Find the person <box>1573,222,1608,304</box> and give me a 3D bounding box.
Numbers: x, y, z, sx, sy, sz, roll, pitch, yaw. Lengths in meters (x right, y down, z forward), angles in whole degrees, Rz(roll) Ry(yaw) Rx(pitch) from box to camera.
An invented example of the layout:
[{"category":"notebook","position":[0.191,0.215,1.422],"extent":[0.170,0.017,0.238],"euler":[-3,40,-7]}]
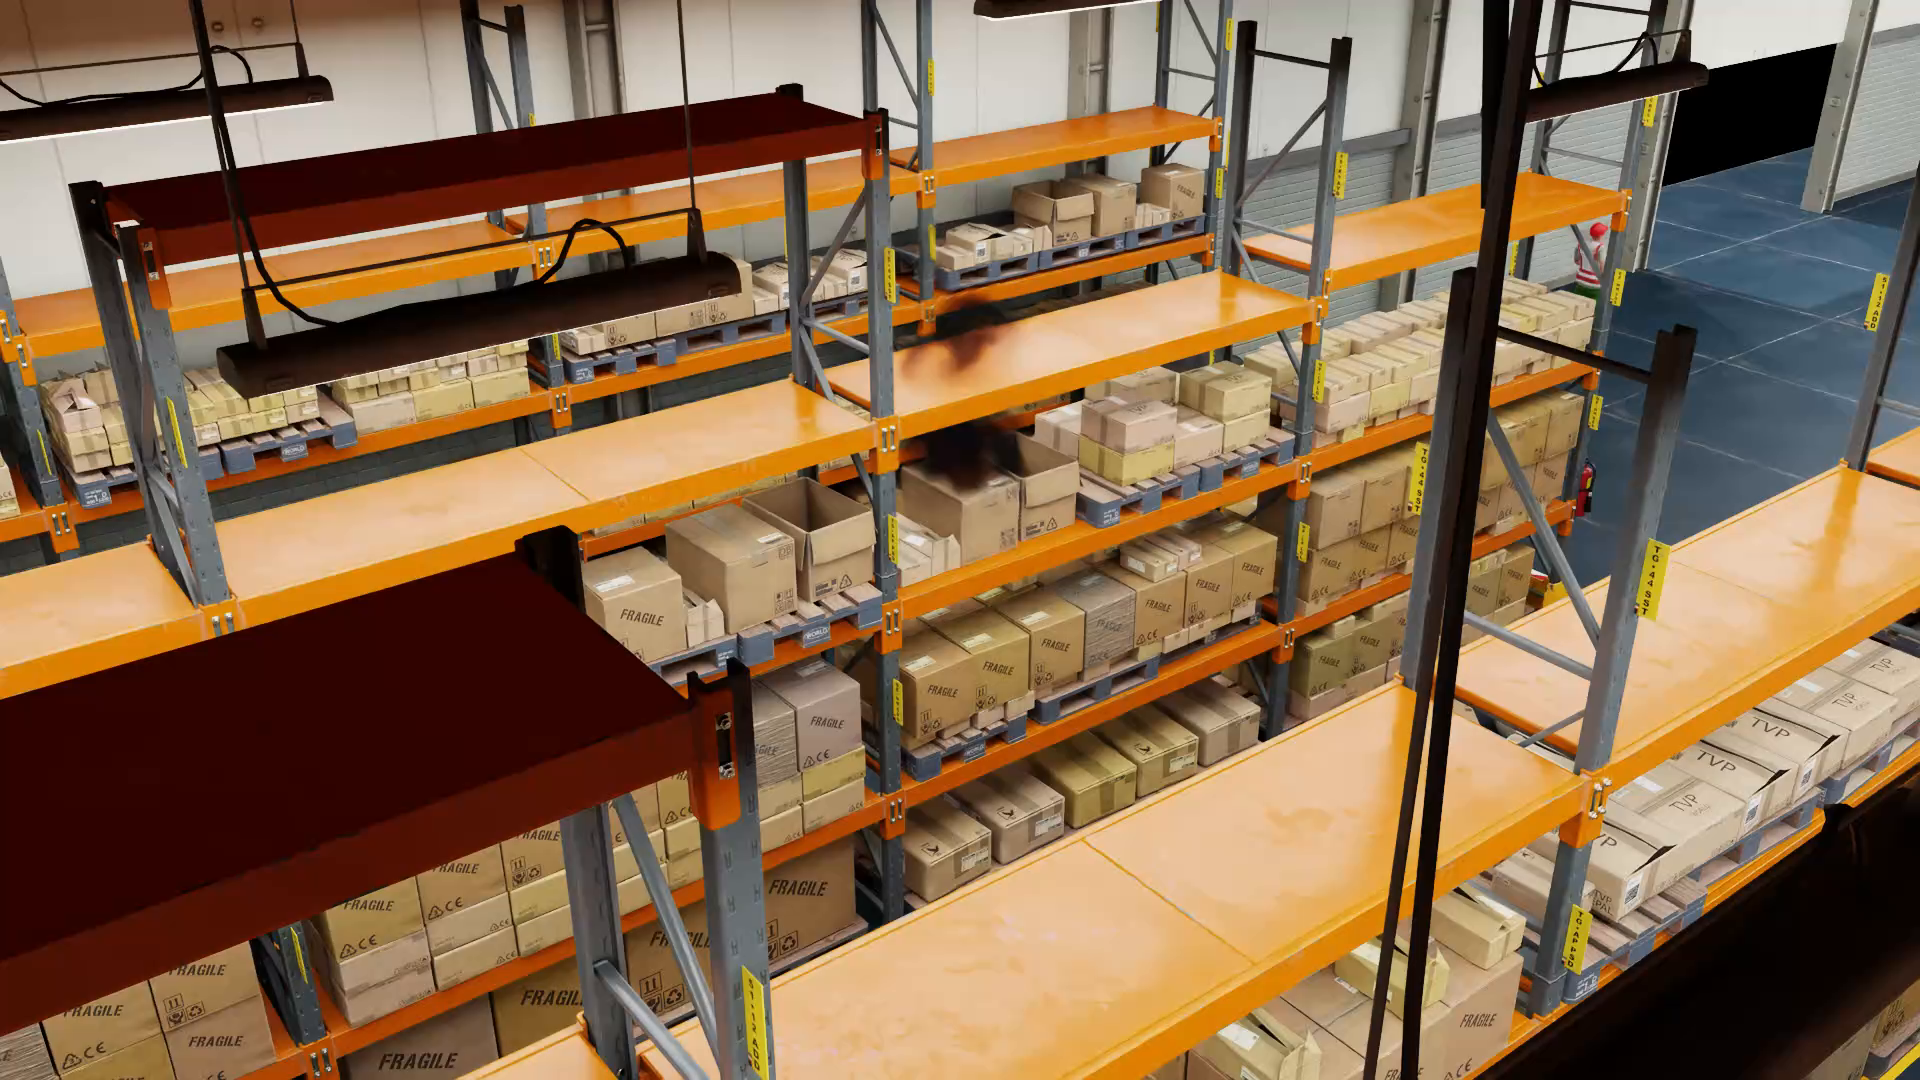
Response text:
[{"category":"person","position":[8.830,-3.579,23.311],"extent":[0.974,1.779,0.667],"euler":[-19,32,-33]}]
